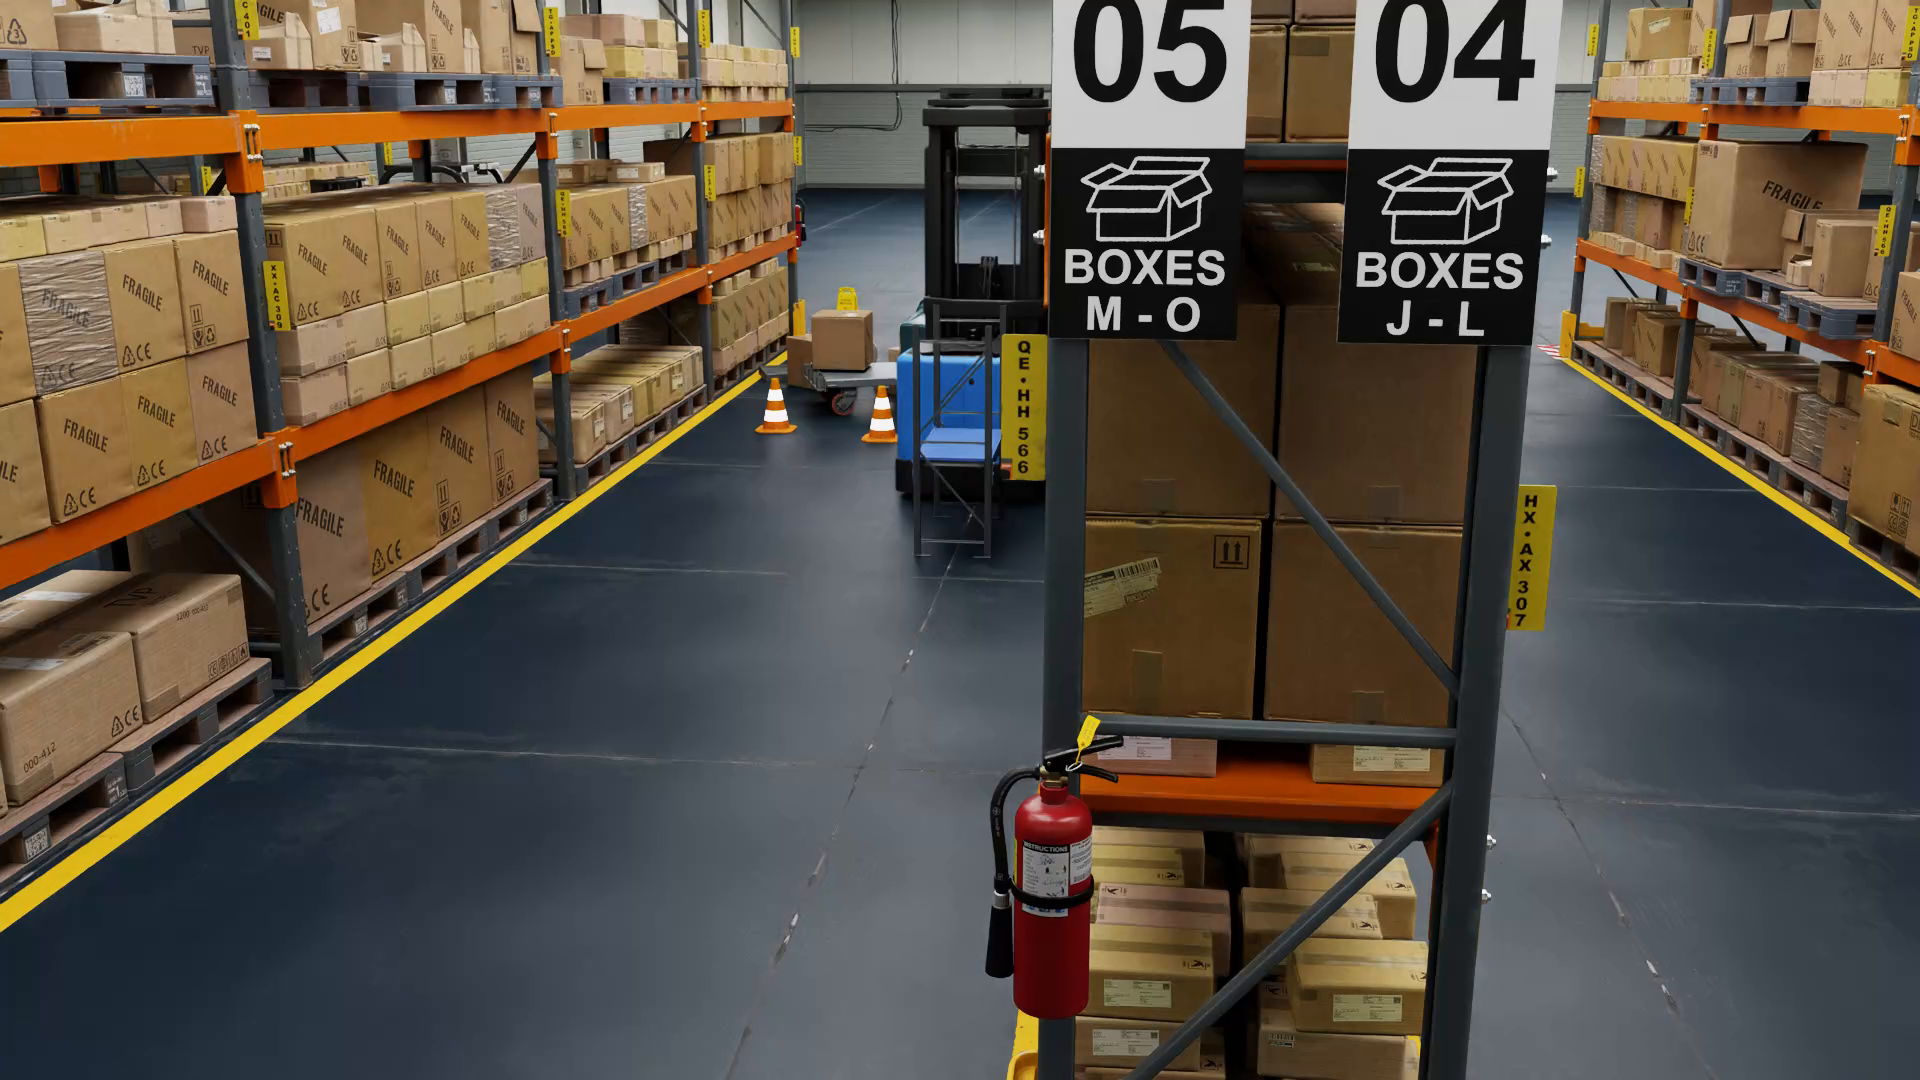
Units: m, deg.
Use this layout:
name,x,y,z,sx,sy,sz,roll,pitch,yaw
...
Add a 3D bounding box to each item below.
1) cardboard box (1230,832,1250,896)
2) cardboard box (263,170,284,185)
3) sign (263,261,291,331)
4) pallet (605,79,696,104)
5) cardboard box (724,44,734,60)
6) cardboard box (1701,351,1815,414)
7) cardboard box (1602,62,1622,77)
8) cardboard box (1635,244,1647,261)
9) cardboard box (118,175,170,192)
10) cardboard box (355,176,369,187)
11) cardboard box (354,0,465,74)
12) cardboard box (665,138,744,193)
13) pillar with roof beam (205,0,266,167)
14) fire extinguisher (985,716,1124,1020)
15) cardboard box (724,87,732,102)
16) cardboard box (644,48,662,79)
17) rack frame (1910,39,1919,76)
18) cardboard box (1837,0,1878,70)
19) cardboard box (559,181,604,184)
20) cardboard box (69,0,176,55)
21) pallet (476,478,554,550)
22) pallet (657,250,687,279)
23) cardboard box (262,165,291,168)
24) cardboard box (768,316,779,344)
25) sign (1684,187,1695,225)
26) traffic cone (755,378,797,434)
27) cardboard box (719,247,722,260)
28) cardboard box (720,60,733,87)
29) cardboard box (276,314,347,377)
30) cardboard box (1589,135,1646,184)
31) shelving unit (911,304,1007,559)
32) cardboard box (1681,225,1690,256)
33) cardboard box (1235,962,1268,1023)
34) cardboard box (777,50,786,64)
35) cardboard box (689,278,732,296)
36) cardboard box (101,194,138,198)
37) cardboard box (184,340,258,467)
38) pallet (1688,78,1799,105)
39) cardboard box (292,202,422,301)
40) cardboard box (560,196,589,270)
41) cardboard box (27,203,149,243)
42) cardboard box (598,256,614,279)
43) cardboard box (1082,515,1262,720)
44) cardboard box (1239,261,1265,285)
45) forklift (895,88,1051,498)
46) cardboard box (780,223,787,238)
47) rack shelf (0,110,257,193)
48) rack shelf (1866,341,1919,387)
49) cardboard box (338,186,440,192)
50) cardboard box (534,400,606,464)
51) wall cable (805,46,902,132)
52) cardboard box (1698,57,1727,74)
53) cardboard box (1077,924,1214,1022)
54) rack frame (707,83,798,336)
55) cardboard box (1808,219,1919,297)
name,x,y,z,sx,sy,sz,roll,pitch,yaw
cardboard box,1.103,1.073,5.534,0.380,0.149,0.250,1,15,4
cardboard box,-7.421,-3.850,17.651,0.380,0.149,0.250,2,15,6
sign,-3.237,-1.155,7.877,0.100,0.325,0.005,2,15,6
pallet,-3.061,-3.990,14.785,1.213,0.211,1.003,2,15,6
cardboard box,-2.430,-4.777,16.290,0.380,0.149,0.250,2,15,6
cardboard box,6.871,-1.345,14.335,0.700,0.500,0.500,1,15,2
cardboard box,7.026,-4.974,17.589,0.380,0.149,0.250,2,15,7
cardboard box,6.877,-2.830,16.361,0.380,0.149,0.250,2,15,6
cardboard box,-8.082,-3.532,16.472,0.380,0.149,0.250,2,15,6
cardboard box,-7.127,-4.169,19.397,0.380,0.149,0.250,2,15,7
cardboard box,-3.248,-2.986,9.714,0.500,0.500,0.500,2,15,7
cardboard box,-2.541,-3.704,16.436,0.700,0.500,0.500,2,15,7
pillar with roof beam,-4.063,-6.588,18.285,9.100,9.000,0.400,2,15,6
fire extinguisher,0.203,0.711,3.648,0.296,0.674,0.183,2,15,6
cardboard box,-2.494,-4.457,16.632,0.380,0.149,0.250,1,15,5
cardboard box,-2.870,-4.081,14.245,0.500,0.250,0.500,2,15,7
rack frame,6.510,-4.356,10.033,1.000,3.000,0.127,2,15,6
cardboard box,6.362,-3.462,11.325,0.500,0.500,0.500,2,15,6
cardboard box,-3.349,-2.813,14.254,0.500,0.500,0.500,2,15,6
cardboard box,-3.542,-2.174,6.970,0.396,0.266,0.258,2,15,8
pallet,-3.501,-0.204,11.512,1.003,0.211,1.213,2,15,6
pallet,-3.116,-2.503,15.040,1.003,0.211,1.213,2,15,6
cardboard box,-7.743,-4.128,18.678,0.380,0.149,0.250,2,15,8
cardboard box,-2.324,-2.351,18.573,0.500,0.250,0.500,2,15,6
sign,6.421,-2.930,14.592,0.100,0.325,0.005,2,15,6
traffic cone,-1.634,-1.202,14.722,0.336,0.463,0.334,2,15,6
cardboard box,-2.554,-2.808,16.281,0.380,0.149,0.250,2,15,8
cardboard box,-2.515,-4.549,16.210,0.500,0.250,0.500,2,15,6
cardboard box,-3.458,-0.990,8.405,0.500,0.250,0.500,1,15,5
cardboard box,7.080,-4.075,17.810,0.500,0.500,0.500,2,15,6
shelving unit,0.010,-0.746,11.048,0.538,1.500,1.048,2,15,6
cardboard box,7.073,-2.805,15.026,0.875,0.500,0.500,2,15,6
cardboard box,1.037,1.354,5.064,0.380,0.149,0.250,2,15,7
cardboard box,-2.179,-5.442,18.750,0.380,0.149,0.250,2,15,7
cardboard box,-2.477,-2.516,16.504,0.380,0.149,0.250,2,15,7
cardboard box,-8.071,-3.212,15.858,0.380,0.149,0.250,1,15,5
cardboard box,-3.587,-0.635,7.574,0.500,0.500,0.500,2,15,7
pallet,6.786,-3.698,13.706,1.213,0.211,1.003,2,15,6
cardboard box,-3.364,-1.614,9.278,0.500,0.500,0.500,1,15,5
cardboard box,-3.056,-2.257,12.196,0.500,0.500,0.500,1,15,5
cardboard box,-3.682,-1.340,7.022,0.380,0.149,0.250,2,15,6
cardboard box,-2.922,-2.125,12.952,0.380,0.149,0.250,2,15,7
cardboard box,0.485,0.126,4.188,0.500,0.500,0.500,2,15,7
cardboard box,0.552,-0.490,4.550,0.500,0.500,0.500,1,15,4
forklift,0.317,-2.058,13.159,1.130,2.935,3.031,3,15,11
cardboard box,-2.182,-3.534,18.965,0.380,0.149,0.250,2,15,6
rack shelf,-4.014,-1.297,5.843,1.077,0.370,4.000,2,15,6
rack shelf,6.284,-0.594,8.992,1.077,0.370,4.000,2,15,6
cardboard box,-3.682,-2.034,10.829,0.500,0.500,0.500,2,15,6
cardboard box,-3.263,-0.833,12.725,0.950,0.372,0.625,1,15,2
wall cable,-3.309,-13.721,50.616,3.097,2.526,0.112,2,15,6
cardboard box,6.711,-4.159,14.572,0.380,0.149,0.250,2,15,8
cardboard box,0.498,1.184,4.555,0.380,0.149,0.250,2,15,7
rack frame,-2.434,-3.827,19.569,1.000,3.000,0.127,2,15,6
cardboard box,6.495,-2.000,11.817,0.700,0.500,0.500,4,16,15
